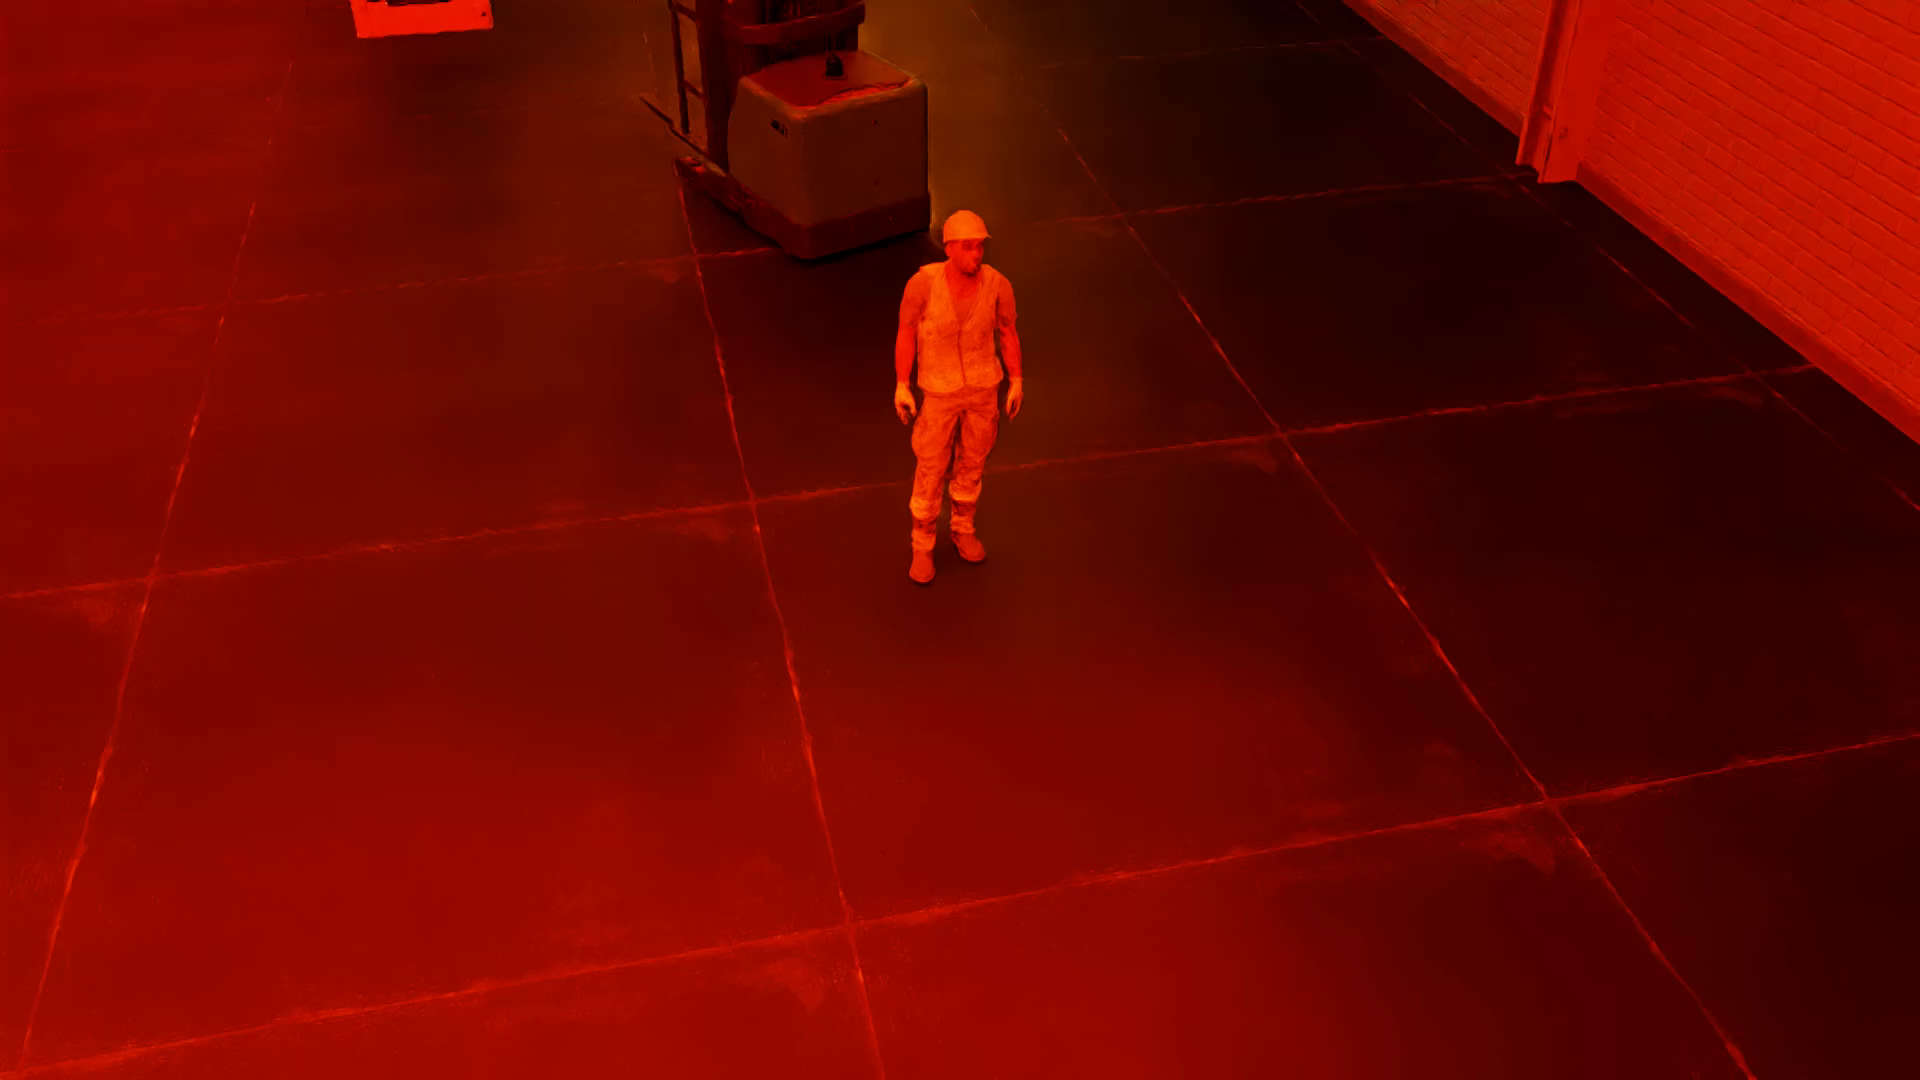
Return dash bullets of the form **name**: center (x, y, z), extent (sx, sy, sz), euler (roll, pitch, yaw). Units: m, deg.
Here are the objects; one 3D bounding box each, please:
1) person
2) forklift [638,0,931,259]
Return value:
- **person**: center (0.007, -0.685, 7.967), extent (0.636, 1.787, 0.563), euler (-8, 36, -11)
- **forklift**: center (-1.425, -3.881, 11.442), extent (1.130, 2.935, 3.031), euler (-21, 41, -26)
